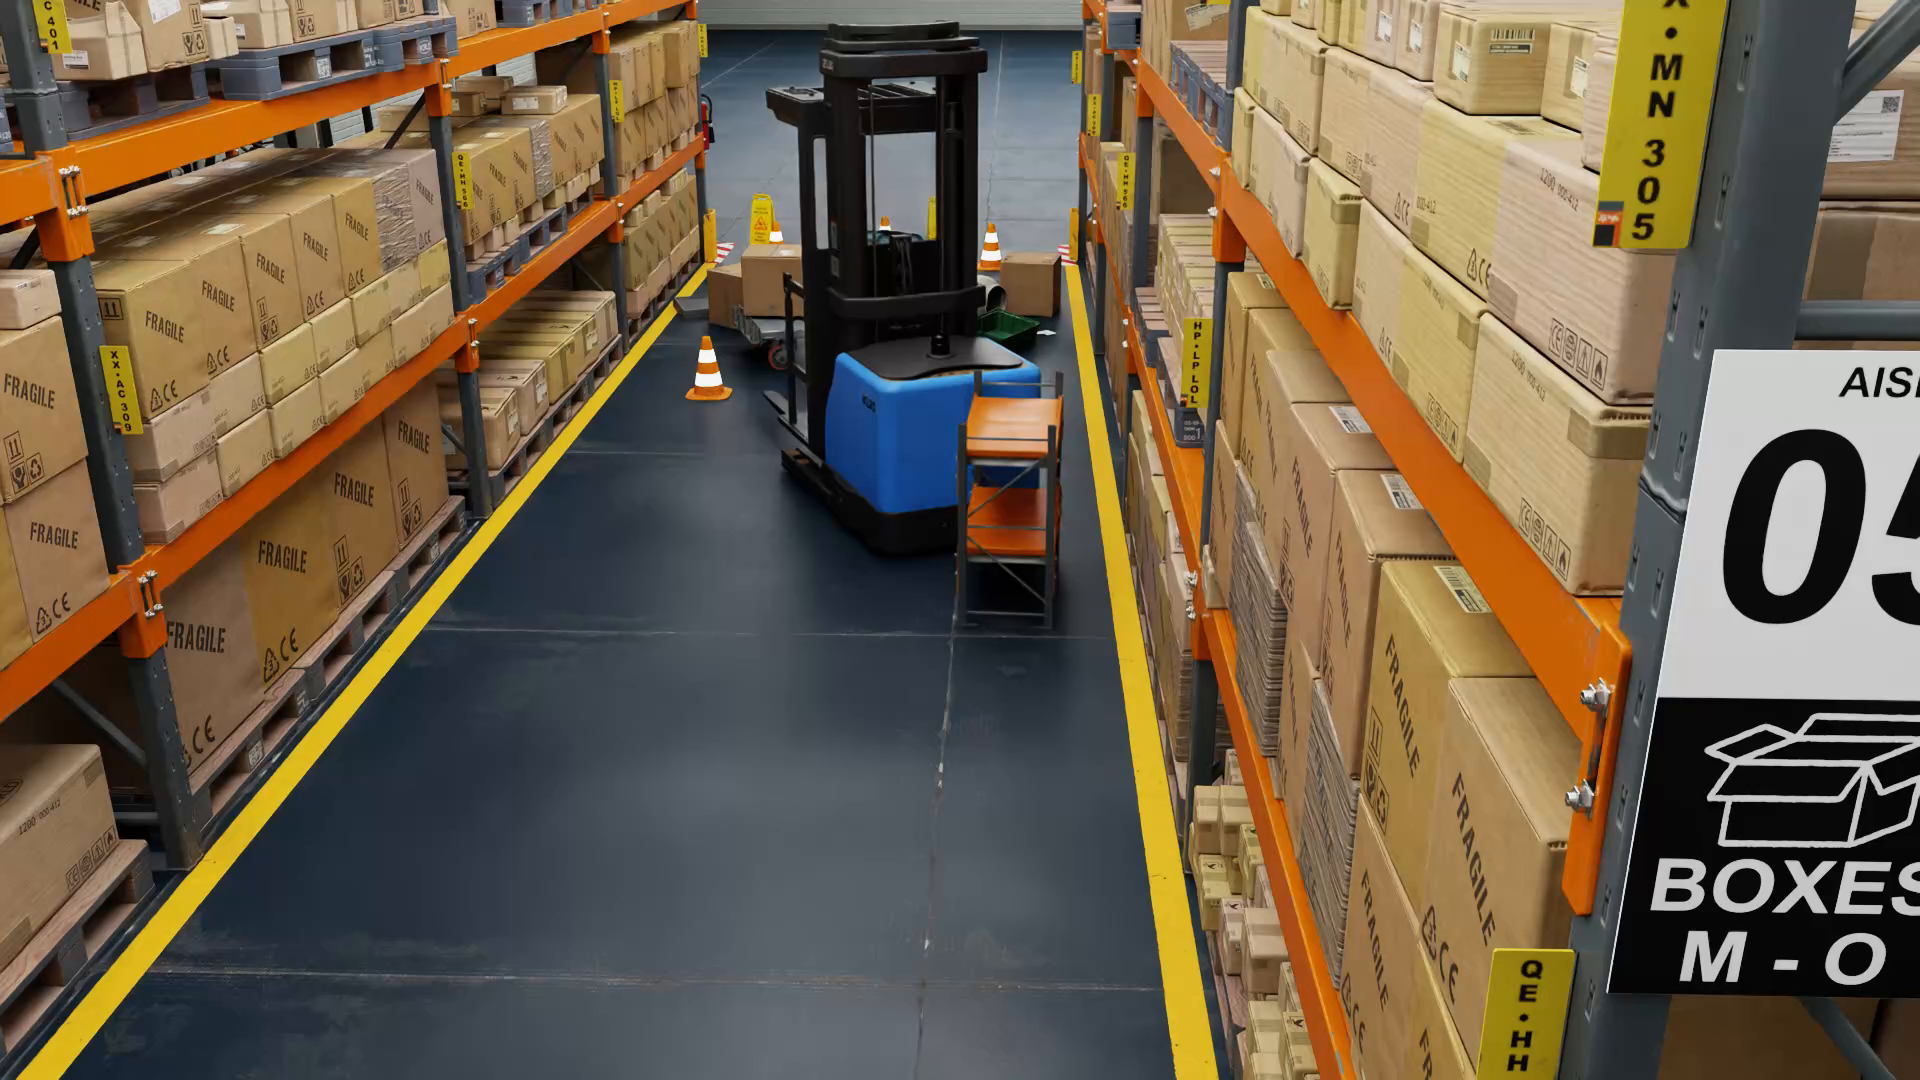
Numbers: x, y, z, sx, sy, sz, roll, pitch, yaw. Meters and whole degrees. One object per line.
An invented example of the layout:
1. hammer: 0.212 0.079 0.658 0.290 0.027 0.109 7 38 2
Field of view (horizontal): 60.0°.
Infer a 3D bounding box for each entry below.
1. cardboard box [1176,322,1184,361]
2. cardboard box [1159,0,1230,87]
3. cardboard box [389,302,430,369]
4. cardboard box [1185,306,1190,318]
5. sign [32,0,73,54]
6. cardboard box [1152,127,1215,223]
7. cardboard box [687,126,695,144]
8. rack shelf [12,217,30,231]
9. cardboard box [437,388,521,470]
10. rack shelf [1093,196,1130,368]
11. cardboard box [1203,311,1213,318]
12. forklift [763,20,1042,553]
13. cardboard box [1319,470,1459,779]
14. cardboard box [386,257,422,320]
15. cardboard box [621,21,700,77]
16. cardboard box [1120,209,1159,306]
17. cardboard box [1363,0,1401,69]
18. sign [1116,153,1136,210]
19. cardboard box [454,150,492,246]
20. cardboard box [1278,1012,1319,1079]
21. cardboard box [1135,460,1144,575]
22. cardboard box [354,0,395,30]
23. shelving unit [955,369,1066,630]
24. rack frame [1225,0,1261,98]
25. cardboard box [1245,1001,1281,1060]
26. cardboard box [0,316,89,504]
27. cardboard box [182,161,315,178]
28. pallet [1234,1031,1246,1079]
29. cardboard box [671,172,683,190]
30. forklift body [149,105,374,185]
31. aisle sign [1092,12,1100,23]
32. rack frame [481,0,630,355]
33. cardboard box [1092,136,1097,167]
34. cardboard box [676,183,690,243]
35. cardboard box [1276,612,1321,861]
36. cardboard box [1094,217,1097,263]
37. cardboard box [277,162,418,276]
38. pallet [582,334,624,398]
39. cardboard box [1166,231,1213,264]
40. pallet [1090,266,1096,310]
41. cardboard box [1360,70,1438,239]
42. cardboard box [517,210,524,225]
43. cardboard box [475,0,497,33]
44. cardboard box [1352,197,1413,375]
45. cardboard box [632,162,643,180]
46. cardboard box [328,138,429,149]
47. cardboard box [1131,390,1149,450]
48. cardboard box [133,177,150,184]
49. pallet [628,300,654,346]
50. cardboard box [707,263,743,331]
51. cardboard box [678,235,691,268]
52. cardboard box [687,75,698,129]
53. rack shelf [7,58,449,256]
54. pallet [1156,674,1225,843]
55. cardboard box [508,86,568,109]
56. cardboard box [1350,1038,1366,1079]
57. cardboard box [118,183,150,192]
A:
1. cardboard box: 1.261 -0.968 8.144 0.380 0.149 0.250 1 21 2
2. cardboard box: 1.213 -2.408 7.804 0.500 0.500 0.500 1 21 2
3. cardboard box: -3.192 -1.106 8.940 0.500 0.250 0.500 1 21 3
4. cardboard box: 1.257 -1.010 7.841 0.380 0.149 0.250 1 21 4
5. sign: -3.003 -1.771 5.476 0.100 0.325 0.005 1 21 2
6. cardboard box: 1.538 -2.204 10.041 0.700 0.500 0.500 1 21 1
7. cardboard box: -2.887 -4.091 16.774 0.380 0.149 0.250 0 21 1
8. rack shelf: -8.337 -1.987 11.999 1.077 0.370 4.000 1 21 2
9. cardboard box: -3.409 -0.721 10.793 0.950 0.372 0.625 -1 21 -2
10. rack shelf: 1.575 -1.916 11.816 1.077 0.370 4.000 1 21 2
11. cardboard box: 1.235 -0.871 7.072 0.380 0.149 0.250 1 21 1
12. forklift: -0.549 -1.791 10.594 1.130 2.935 3.031 -9 23 -21
13. cardboard box: 1.059 0.173 3.505 0.500 0.500 0.500 2 21 4
14. cardboard box: -3.209 -1.346 8.868 0.500 0.250 0.500 0 21 0
15. cardboard box: -2.990 -4.903 16.588 0.700 0.500 0.500 0 21 0
16. cardboard box: 1.260 -1.741 10.231 0.500 0.500 0.500 1 21 2
17. cardboard box: 1.056 -1.063 3.440 0.380 0.149 0.250 0 21 0
18. sign: 0.960 -2.073 9.625 0.100 0.325 0.005 1 21 2
19. cardboard box: -3.191 -2.088 10.133 0.500 0.500 0.500 0 21 0
20. cardboard box: 1.102 1.461 4.656 0.380 0.149 0.250 1 21 2
21. cardboard box: 1.226 -0.124 9.077 0.500 0.500 0.500 1 21 2
22. cardboard box: -3.276 -2.827 8.303 0.700 0.500 0.500 0 21 -1
23. shelving unit: 0.285 -0.245 9.105 0.538 1.125 1.048 2 21 5
24. rack frame: 1.393 -2.879 5.009 1.000 3.000 0.127 1 21 2
25. cardboard box: 1.059 1.508 4.945 0.380 0.149 0.250 0 21 1
26. cardboard box: -3.296 -0.439 5.494 0.500 0.500 0.500 0 21 1
27. cardboard box: -3.701 -1.704 8.754 0.500 0.500 0.500 1 21 2
28. pallet: 1.373 1.903 4.832 1.003 0.211 1.213 1 21 2
29. cardboard box: -2.912 -3.488 16.159 0.380 0.149 0.250 1 21 3
30. forklift body: -6.389 -3.391 15.795 2.313 2.155 1.214 1 21 2
31. aisle sign: 1.460 -5.662 16.881 0.394 0.787 0.004 1 21 2
32. rack frame: -3.315 -2.993 13.595 1.000 3.000 0.127 1 21 2
33. cardboard box: 1.680 -3.764 15.376 0.875 0.550 0.500 1 21 2
34. cardboard box: -2.969 -3.221 16.368 0.500 0.500 0.500 1 21 4
35. cardboard box: 1.080 0.464 4.138 0.500 0.500 0.500 2 21 4
36. cardboard box: 1.779 -3.062 16.131 0.875 0.875 0.875 0 21 1
37. cardboard box: -3.198 -1.684 8.701 0.500 0.500 0.500 1 21 3
38. pallet: -3.337 -1.411 13.374 1.003 0.211 1.213 1 21 2
39. cardboard box: 1.289 -1.534 8.780 0.380 0.149 0.250 1 21 1
40. pallet: 1.772 -2.391 15.900 1.003 0.211 1.213 1 21 2
41. cardboard box: 1.063 -0.737 3.151 0.500 0.250 0.500 1 21 2
42. cardboard box: -3.216 -2.231 11.398 0.380 0.149 0.250 1 21 4
43. cardboard box: -3.418 -3.545 10.729 0.797 0.503 0.637 1 21 2
44. cardboard box: 1.057 -0.496 3.220 0.500 0.250 0.500 2 21 4
45. cardboard box: -3.009 -3.263 14.640 0.380 0.149 0.250 1 21 3
46. cardboard box: -3.696 -2.282 10.634 0.500 0.500 0.500 0 21 1
47. cardboard box: 1.252 -0.662 9.427 0.500 0.250 0.500 0 21 -1
48. cardboard box: -8.370 -3.520 16.792 0.500 0.250 0.500 1 21 2
49. pallet: -3.330 -1.936 14.727 1.003 0.211 1.213 1 21 2
50. cardboard box: -1.922 -2.201 15.007 0.500 0.500 0.500 18 27 38
51. cardboard box: -2.972 -2.870 16.501 0.500 0.250 0.500 1 21 2
52. cardboard box: -2.934 -4.425 16.737 0.500 0.500 0.500 0 21 1
53. rack shelf: -3.497 -1.886 7.592 1.077 0.370 4.000 1 21 2
54. pallet: 1.415 0.936 7.324 1.003 0.211 1.213 1 21 2
55. cardboard box: -3.111 -3.258 12.251 0.380 0.149 0.250 0 21 0
56. cardboard box: 1.021 1.087 3.427 0.380 0.149 0.250 1 21 3
57. cardboard box: -7.872 -3.335 16.316 0.500 0.250 0.500 1 21 2
